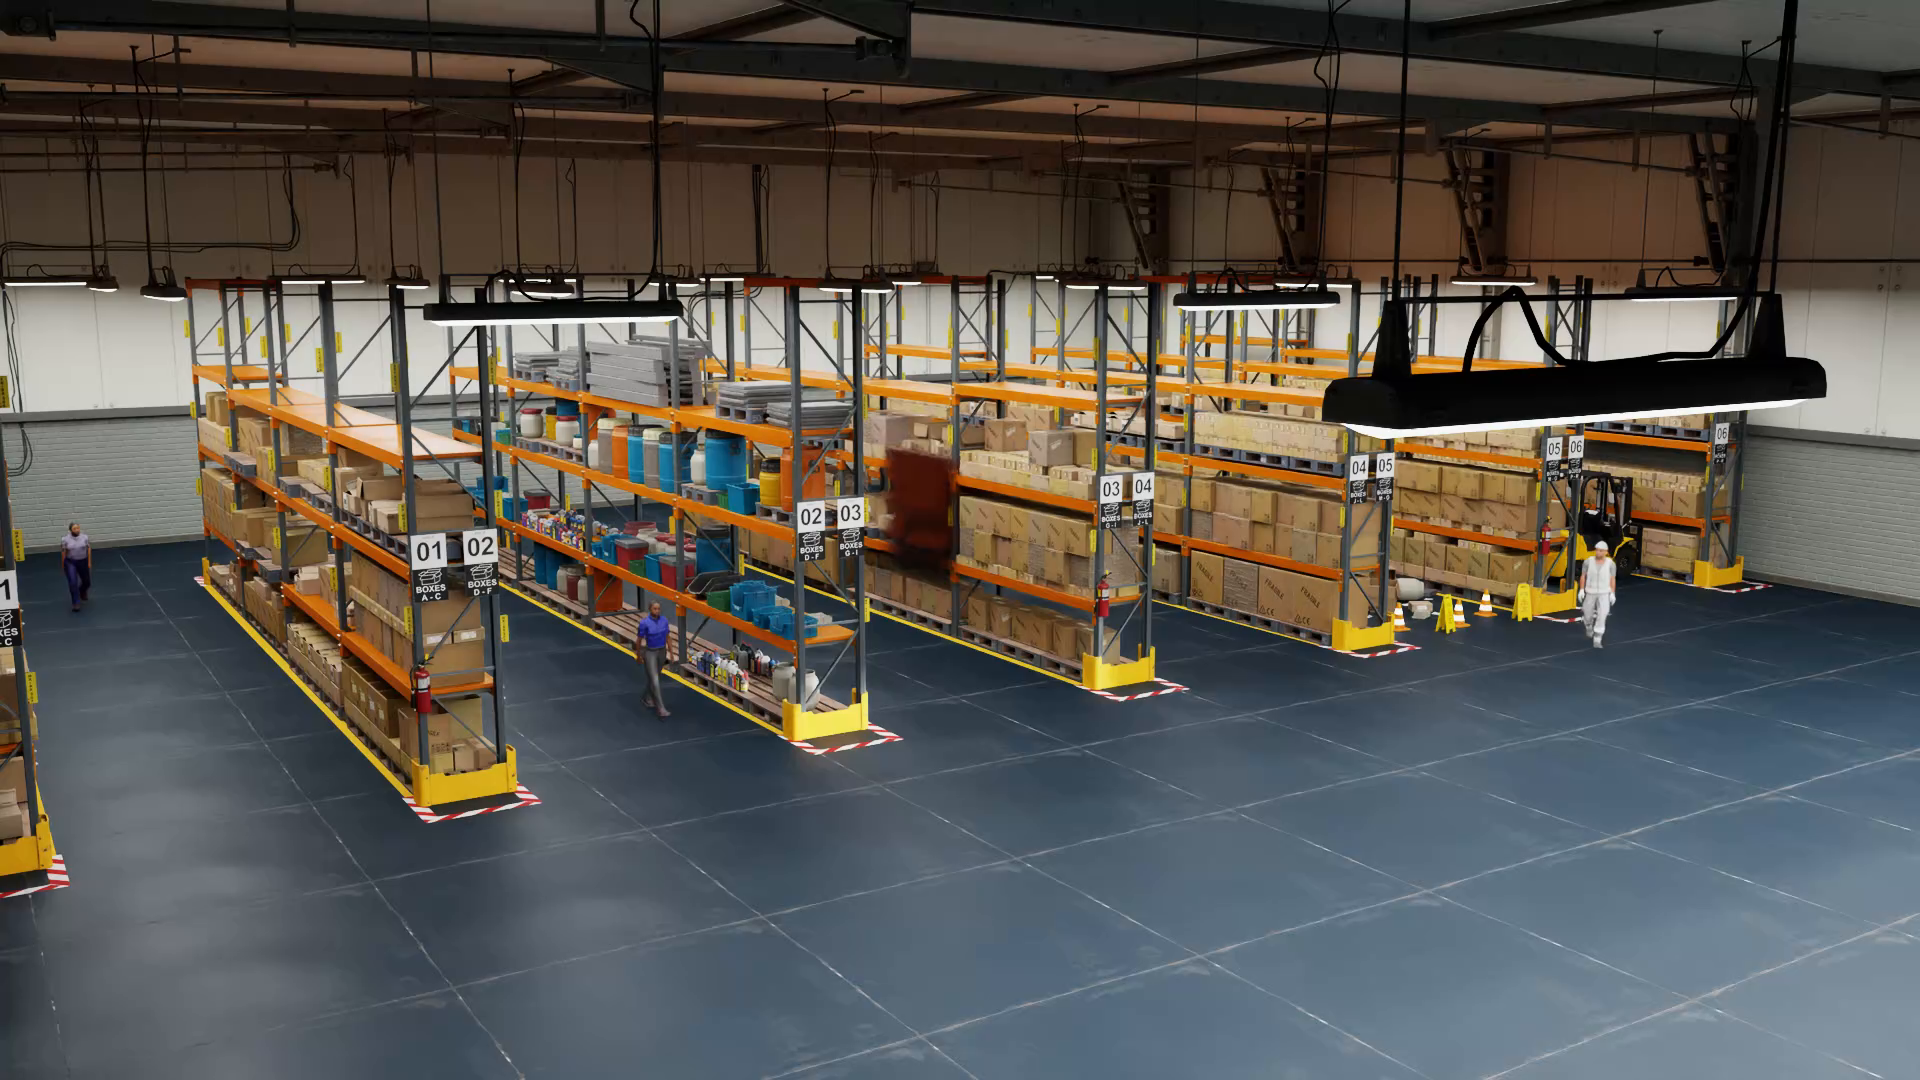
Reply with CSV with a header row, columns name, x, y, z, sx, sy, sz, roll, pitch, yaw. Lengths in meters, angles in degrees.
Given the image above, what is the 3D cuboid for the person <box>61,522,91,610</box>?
name,x,y,z,sx,sy,sz,roll,pitch,yaw
person,-16.215,0.441,30.521,0.476,1.588,0.824,-7,12,-34

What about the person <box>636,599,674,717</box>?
name,x,y,z,sx,sy,sz,roll,pitch,yaw
person,-4.253,1.625,23.378,0.977,1.605,0.469,9,13,44

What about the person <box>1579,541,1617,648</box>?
name,x,y,z,sx,sy,sz,roll,pitch,yaw
person,10.532,0.868,27.479,0.579,1.757,0.885,3,10,18
